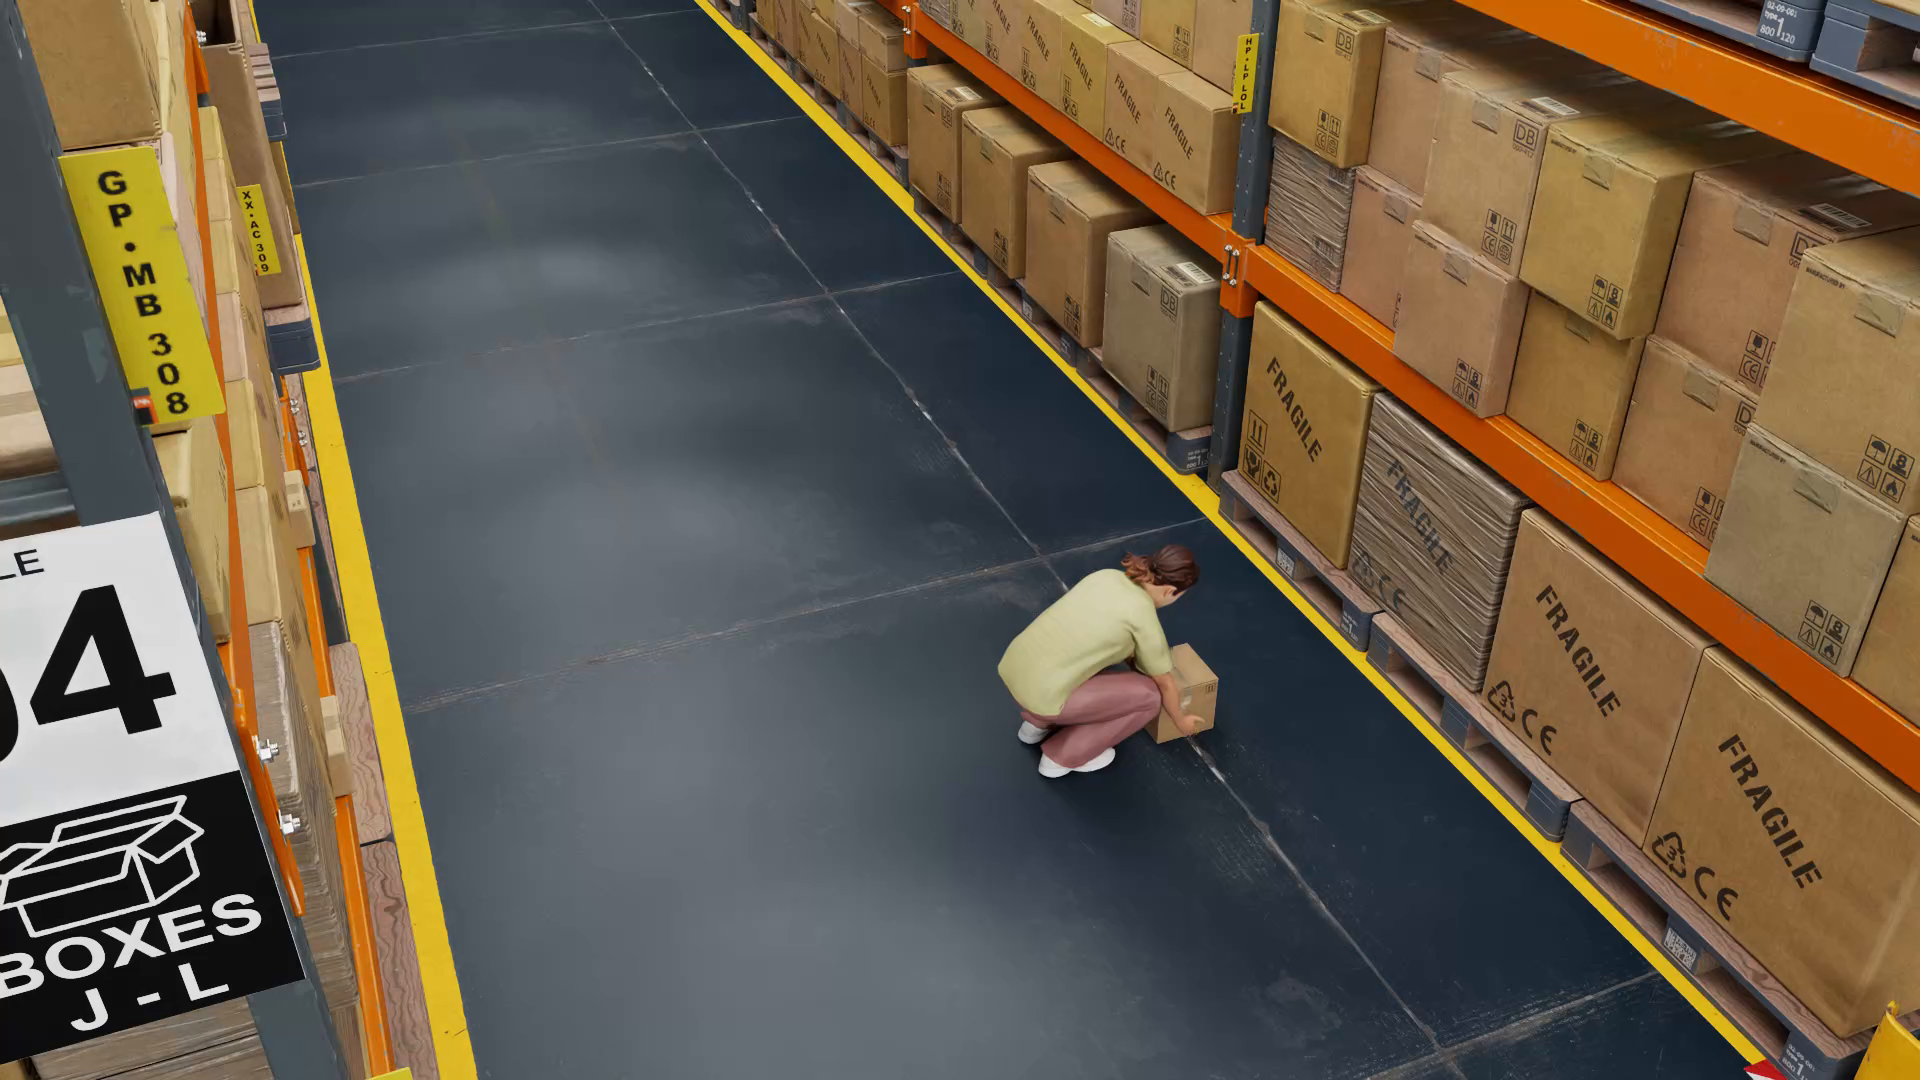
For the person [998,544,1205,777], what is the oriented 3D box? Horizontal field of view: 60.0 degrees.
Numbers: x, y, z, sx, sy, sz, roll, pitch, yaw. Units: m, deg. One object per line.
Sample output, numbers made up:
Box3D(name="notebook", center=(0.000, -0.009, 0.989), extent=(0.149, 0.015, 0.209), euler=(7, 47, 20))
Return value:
Box3D(name="person", center=(0.538, 0.453, 6.287), extent=(0.810, 0.796, 0.477), euler=(-13, 36, -19))
